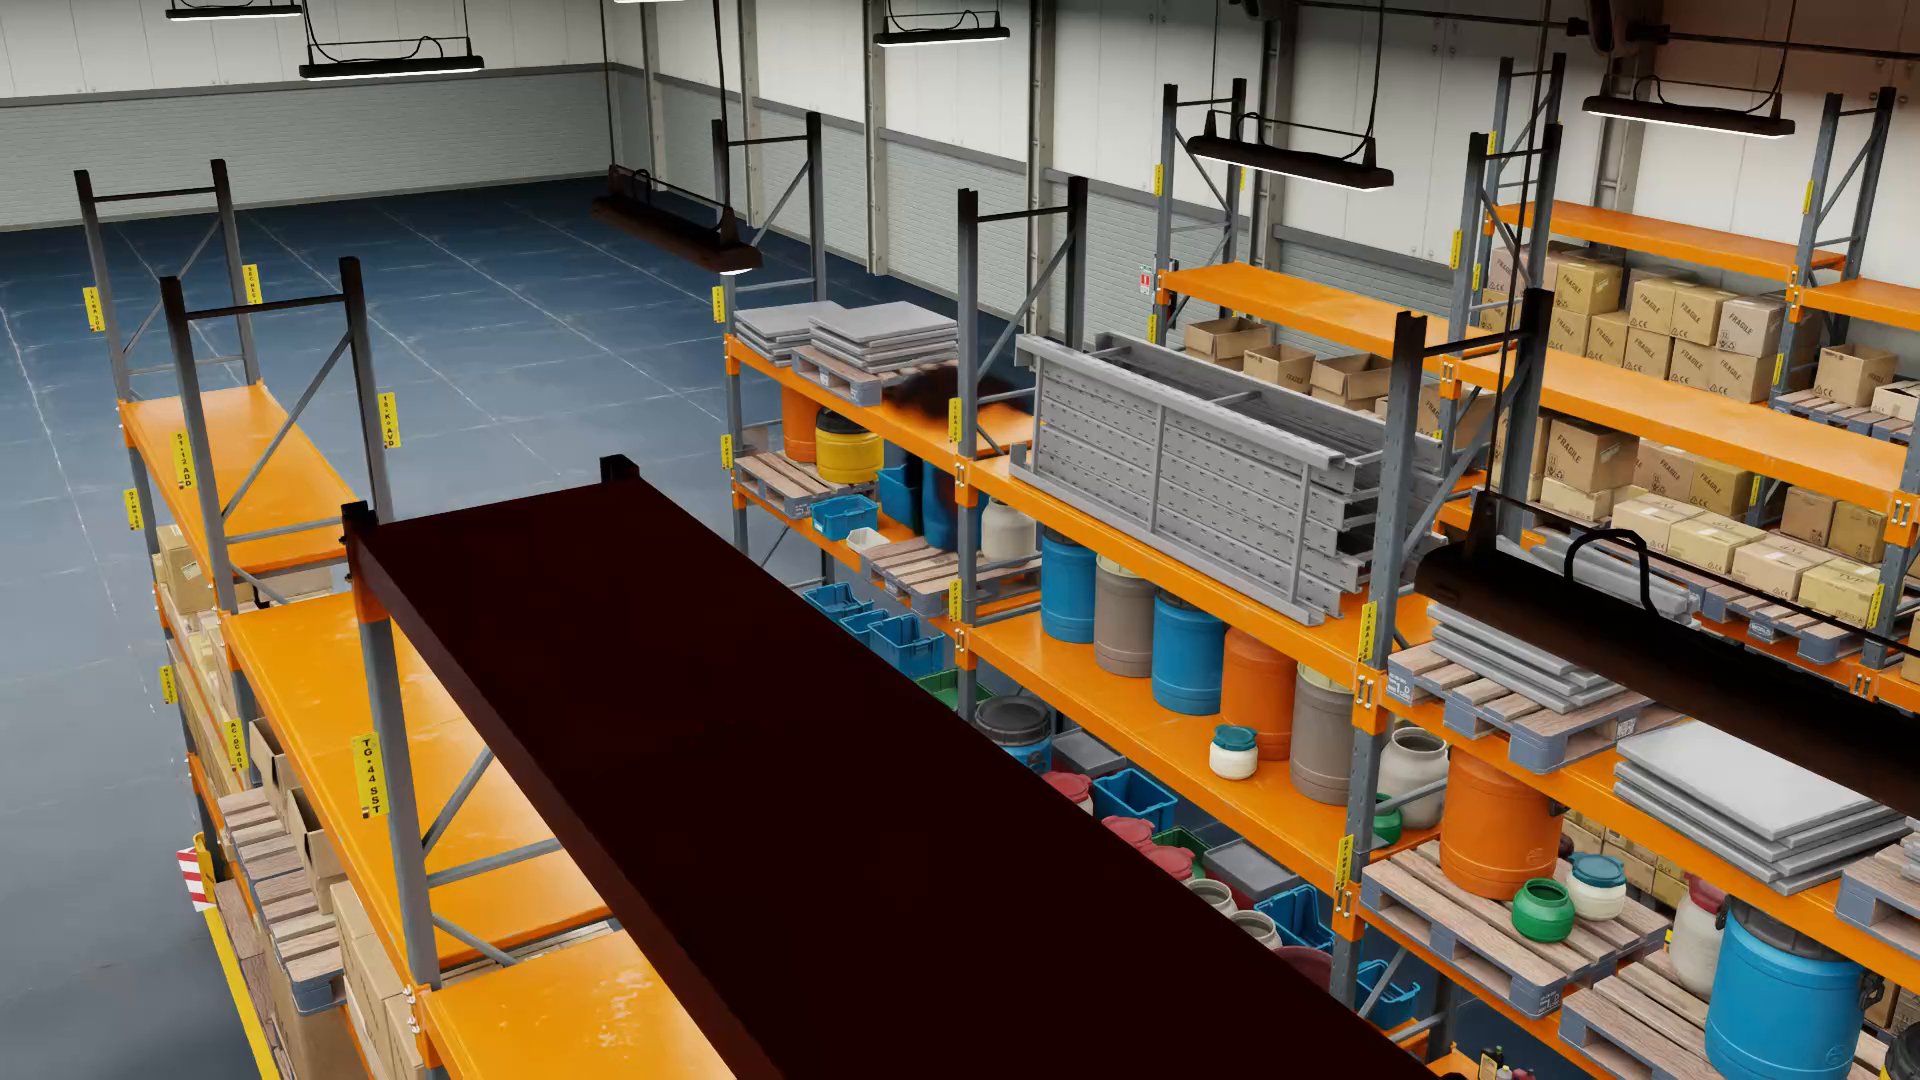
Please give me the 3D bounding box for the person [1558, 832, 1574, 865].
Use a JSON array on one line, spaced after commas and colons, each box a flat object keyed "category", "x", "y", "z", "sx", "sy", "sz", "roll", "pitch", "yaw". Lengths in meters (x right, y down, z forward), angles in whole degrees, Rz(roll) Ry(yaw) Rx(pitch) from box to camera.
[{"category": "person", "x": 4.229, "y": 2.830, "z": 12.171, "sx": 0.560, "sy": 1.618, "sz": 1.064, "roll": -15, "pitch": 27, "yaw": -33}]
